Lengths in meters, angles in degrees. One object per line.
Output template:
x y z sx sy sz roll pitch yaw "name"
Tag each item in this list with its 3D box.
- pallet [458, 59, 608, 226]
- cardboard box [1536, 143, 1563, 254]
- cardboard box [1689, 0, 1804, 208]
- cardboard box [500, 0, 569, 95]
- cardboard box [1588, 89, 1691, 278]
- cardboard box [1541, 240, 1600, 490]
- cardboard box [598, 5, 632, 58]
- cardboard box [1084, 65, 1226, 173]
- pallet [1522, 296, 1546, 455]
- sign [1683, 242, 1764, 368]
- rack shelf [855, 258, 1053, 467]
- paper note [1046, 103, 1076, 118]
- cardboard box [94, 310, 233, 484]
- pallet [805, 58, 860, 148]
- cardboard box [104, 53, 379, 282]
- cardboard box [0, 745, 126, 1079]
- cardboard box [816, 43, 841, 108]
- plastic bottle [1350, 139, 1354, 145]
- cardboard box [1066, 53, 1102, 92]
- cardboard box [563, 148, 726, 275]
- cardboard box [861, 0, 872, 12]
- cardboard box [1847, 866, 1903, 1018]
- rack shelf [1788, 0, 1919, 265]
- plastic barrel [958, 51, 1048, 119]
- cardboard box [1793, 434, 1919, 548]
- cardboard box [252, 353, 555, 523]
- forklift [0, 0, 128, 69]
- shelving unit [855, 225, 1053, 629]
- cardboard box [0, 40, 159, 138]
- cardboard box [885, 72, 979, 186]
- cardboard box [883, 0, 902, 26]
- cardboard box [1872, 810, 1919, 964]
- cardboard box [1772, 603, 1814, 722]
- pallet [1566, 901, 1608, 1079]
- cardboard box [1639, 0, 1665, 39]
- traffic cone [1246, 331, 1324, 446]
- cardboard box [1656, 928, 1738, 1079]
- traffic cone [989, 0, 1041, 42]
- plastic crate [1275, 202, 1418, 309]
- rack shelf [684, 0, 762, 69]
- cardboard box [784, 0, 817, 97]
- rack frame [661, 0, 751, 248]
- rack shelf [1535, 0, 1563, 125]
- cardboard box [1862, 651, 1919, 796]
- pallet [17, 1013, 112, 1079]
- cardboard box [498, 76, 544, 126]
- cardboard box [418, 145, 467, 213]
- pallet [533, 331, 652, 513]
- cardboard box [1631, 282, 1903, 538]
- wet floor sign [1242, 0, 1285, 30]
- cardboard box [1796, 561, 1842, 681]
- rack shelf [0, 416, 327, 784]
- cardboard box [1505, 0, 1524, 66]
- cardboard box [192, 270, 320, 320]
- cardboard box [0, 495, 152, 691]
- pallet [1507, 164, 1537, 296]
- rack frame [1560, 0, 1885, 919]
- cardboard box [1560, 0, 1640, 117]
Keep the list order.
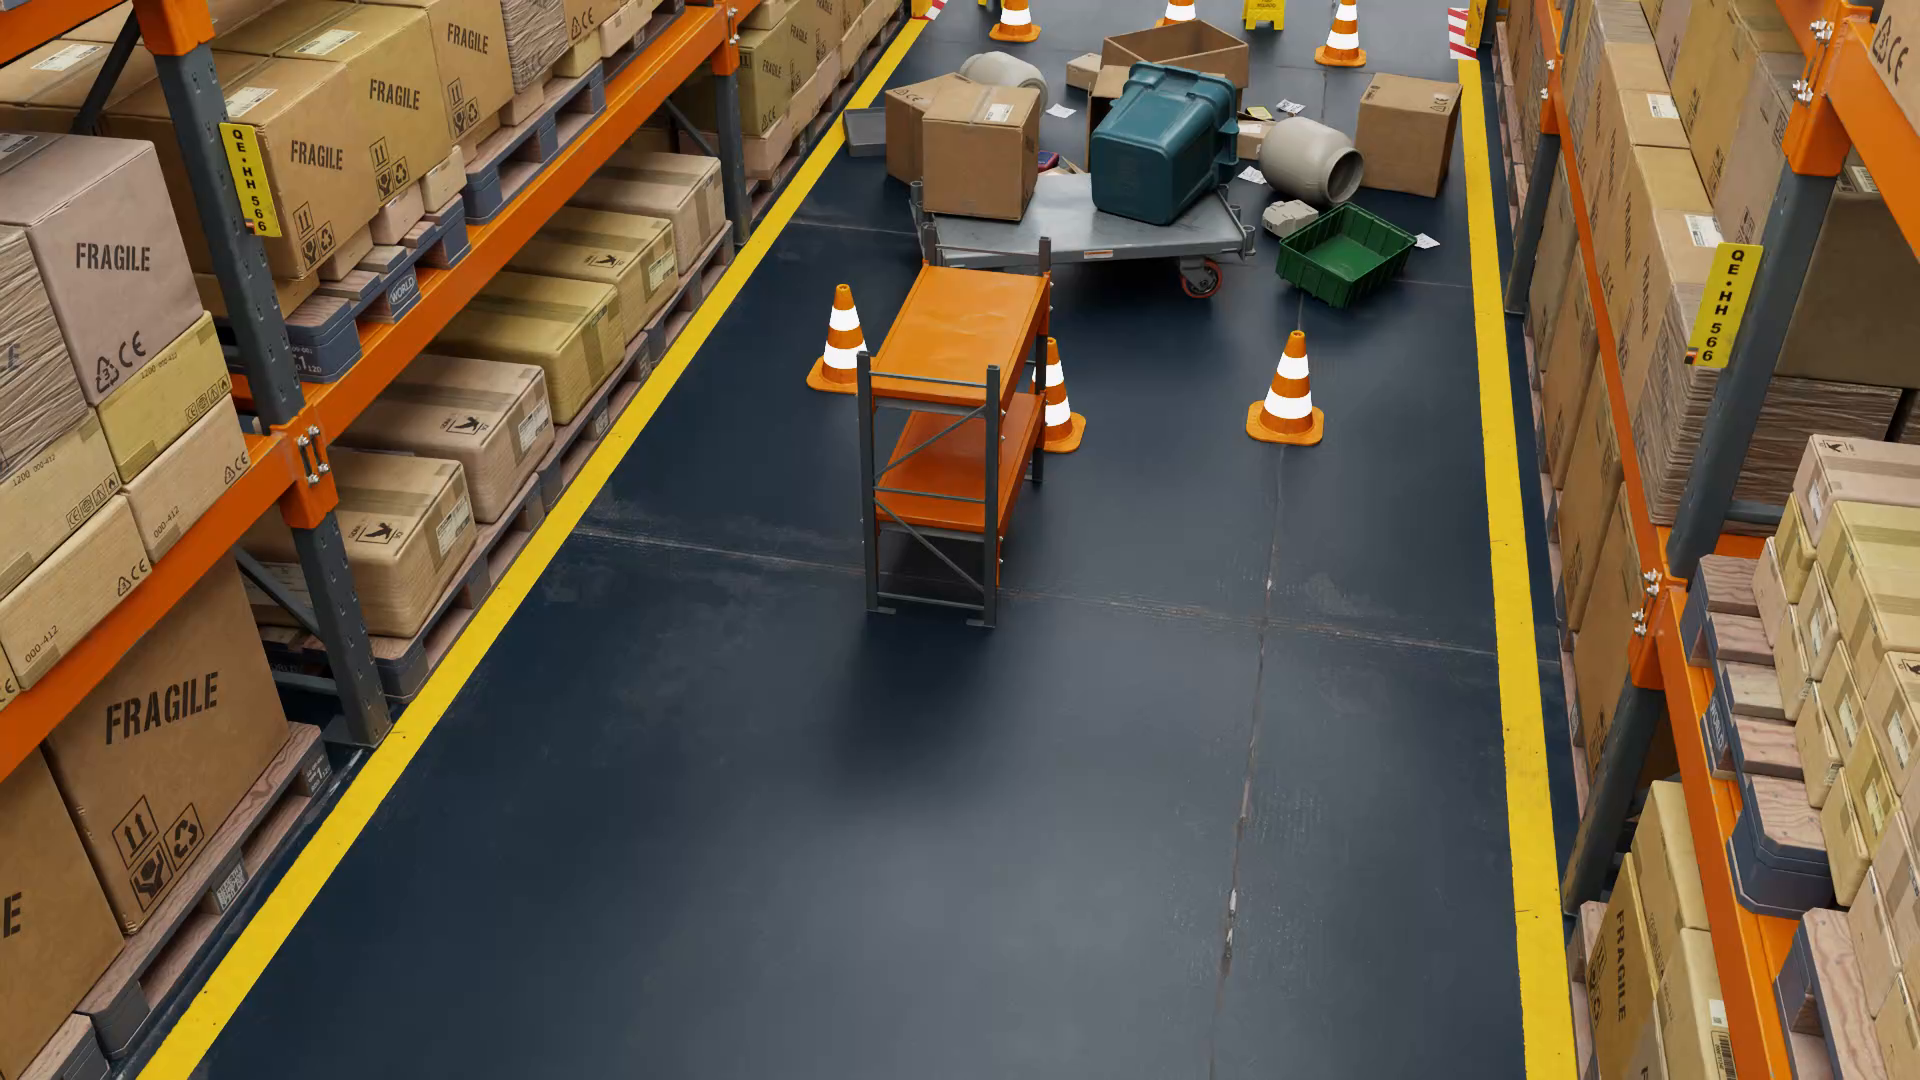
-2.108 -1.647 6.629 1.003 0.211 1.213 7 37 10 "pallet"
3.424 -1.976 8.374 0.875 0.875 0.875 8 37 11 "cardboard box"
2.686 -1.308 5.061 0.700 0.500 0.500 7 36 9 "cardboard box"
-1.843 -2.035 6.305 0.500 0.500 0.500 6 36 8 "cardboard box"
2.521 -1.221 5.793 0.500 0.500 0.500 8 37 11 "cardboard box"
2.967 -0.654 6.656 1.050 0.750 0.750 7 37 10 "cardboard box"
-1.621 -2.168 7.042 0.380 0.149 0.250 8 37 10 "cardboard box"
1.125 -2.353 9.452 0.797 0.637 0.503 7 37 10 "cardboard box"
3.130 -0.734 7.583 1.003 0.211 1.213 7 37 10 "pallet"
1.824 -0.558 3.977 0.100 0.325 0.005 7 37 10 "sign"
-0.001 -0.689 6.243 0.538 0.278 1.000 7 37 10 "rack shelf"
0.633 -2.704 10.465 0.148 0.019 0.142 20 41 26 "paper note"
-2.346 -0.416 4.470 0.500 0.250 0.500 7 37 10 "cardboard box"
-1.269 -2.839 10.488 1.003 0.211 1.213 7 37 10 "pallet"
-2.168 -1.144 5.076 0.500 0.500 0.500 6 36 9 "cardboard box"
-2.914 1.003 4.263 0.875 0.875 0.875 8 37 11 "cardboard box"
-1.033 -2.850 10.112 0.500 0.250 0.500 7 36 9 "cardboard box"
2.215 -2.336 9.921 0.283 0.061 0.133 -5 36 -6 "plastic bottle"
0.912 -3.012 10.779 0.380 0.149 0.250 28 44 33 "cardboard box"
-1.746 -1.682 8.397 0.950 0.372 0.625 8 37 11 "cardboard box"
-0.806 -3.739 10.699 0.500 0.500 0.500 9 37 12 "cardboard box"
1.849 0.758 3.005 0.380 0.149 0.250 8 37 11 "cardboard box"
1.940 0.202 1.973 1.077 0.370 4.000 7 37 10 "rack shelf"
0.256 -2.753 10.188 0.421 0.421 0.512 -24 42 -30 "plastic barrel"
2.078 -0.088 3.664 0.380 0.149 0.250 7 37 10 "cardboard box"
-2.210 -0.437 6.678 0.950 0.372 0.625 7 36 9 "cardboard box"
-4.090 -2.804 8.121 1.130 2.935 3.031 7 37 10 "forklift"
-0.001 -0.452 6.415 0.538 1.125 1.048 7 37 10 "shelving unit"
-2.665 -1.211 5.168 0.500 0.500 0.500 6 36 9 "cardboard box"
-0.078 -2.310 9.509 0.500 0.500 0.500 -24 42 -30 "cardboard box"
-0.697 -3.716 11.307 0.500 0.250 0.500 7 37 10 "cardboard box"
1.850 0.638 2.916 0.380 0.149 0.250 7 37 10 "cardboard box"
2.017 0.295 3.643 0.380 0.149 0.250 9 37 12 "cardboard box"
2.198 1.555 4.424 1.003 0.211 1.213 7 37 10 "pallet"
3.013 -2.180 6.264 0.700 0.500 0.500 7 36 9 "cardboard box"
1.459 -0.708 7.333 0.336 0.463 0.334 7 37 10 "traffic cone"
1.875 1.173 3.709 0.500 0.250 0.500 7 37 9 "cardboard box"
0.386 -3.735 11.509 0.336 0.463 0.334 7 37 10 "traffic cone"
1.978 -1.463 8.560 0.450 0.188 0.662 36 48 26 "plastic crate"
-1.209 -3.733 9.957 1.077 0.370 4.000 7 37 10 "rack shelf"
-1.144 -2.851 9.473 0.500 0.500 0.500 9 37 12 "cardboard box"
-1.636 -2.877 8.164 1.000 3.000 0.127 7 37 10 "rack frame"
3.648 -3.170 9.181 1.077 0.370 4.000 7 37 10 "rack shelf"
1.910 0.356 3.052 0.380 0.149 0.250 6 36 8 "cardboard box"
-2.995 1.685 4.246 1.003 0.211 1.213 7 37 10 "pallet"
-1.847 -1.736 6.445 0.380 0.149 0.250 8 37 11 "cardboard box"
-1.964 -1.280 5.816 0.380 0.149 0.250 8 37 10 "cardboard box"
-2.060 -0.600 7.398 1.003 0.211 1.213 7 37 10 "pallet"
2.201 -0.354 4.597 0.500 0.500 0.500 7 37 10 "cardboard box"
2.147 -3.920 11.608 0.267 0.644 0.232 1 36 2 "wet floor sign"
2.011 0.197 3.524 0.380 0.149 0.250 9 37 12 "cardboard box"
-2.918 0.854 3.629 1.077 0.370 4.000 7 37 10 "rack shelf"
3.995 -3.521 10.504 0.875 0.875 0.875 8 37 10 "cardboard box"
-2.240 -0.815 5.175 0.380 0.149 0.250 5 36 7 "cardboard box"
-2.439 0.094 4.192 0.500 0.250 0.500 8 37 11 "cardboard box"
3.460 -1.612 8.794 1.003 0.211 1.213 7 37 10 "pallet"
2.367 -0.022 4.224 1.000 3.000 0.127 7 37 10 "rack frame"
2.846 -2.088 6.989 0.500 0.500 0.500 8 37 10 "cardboard box"
